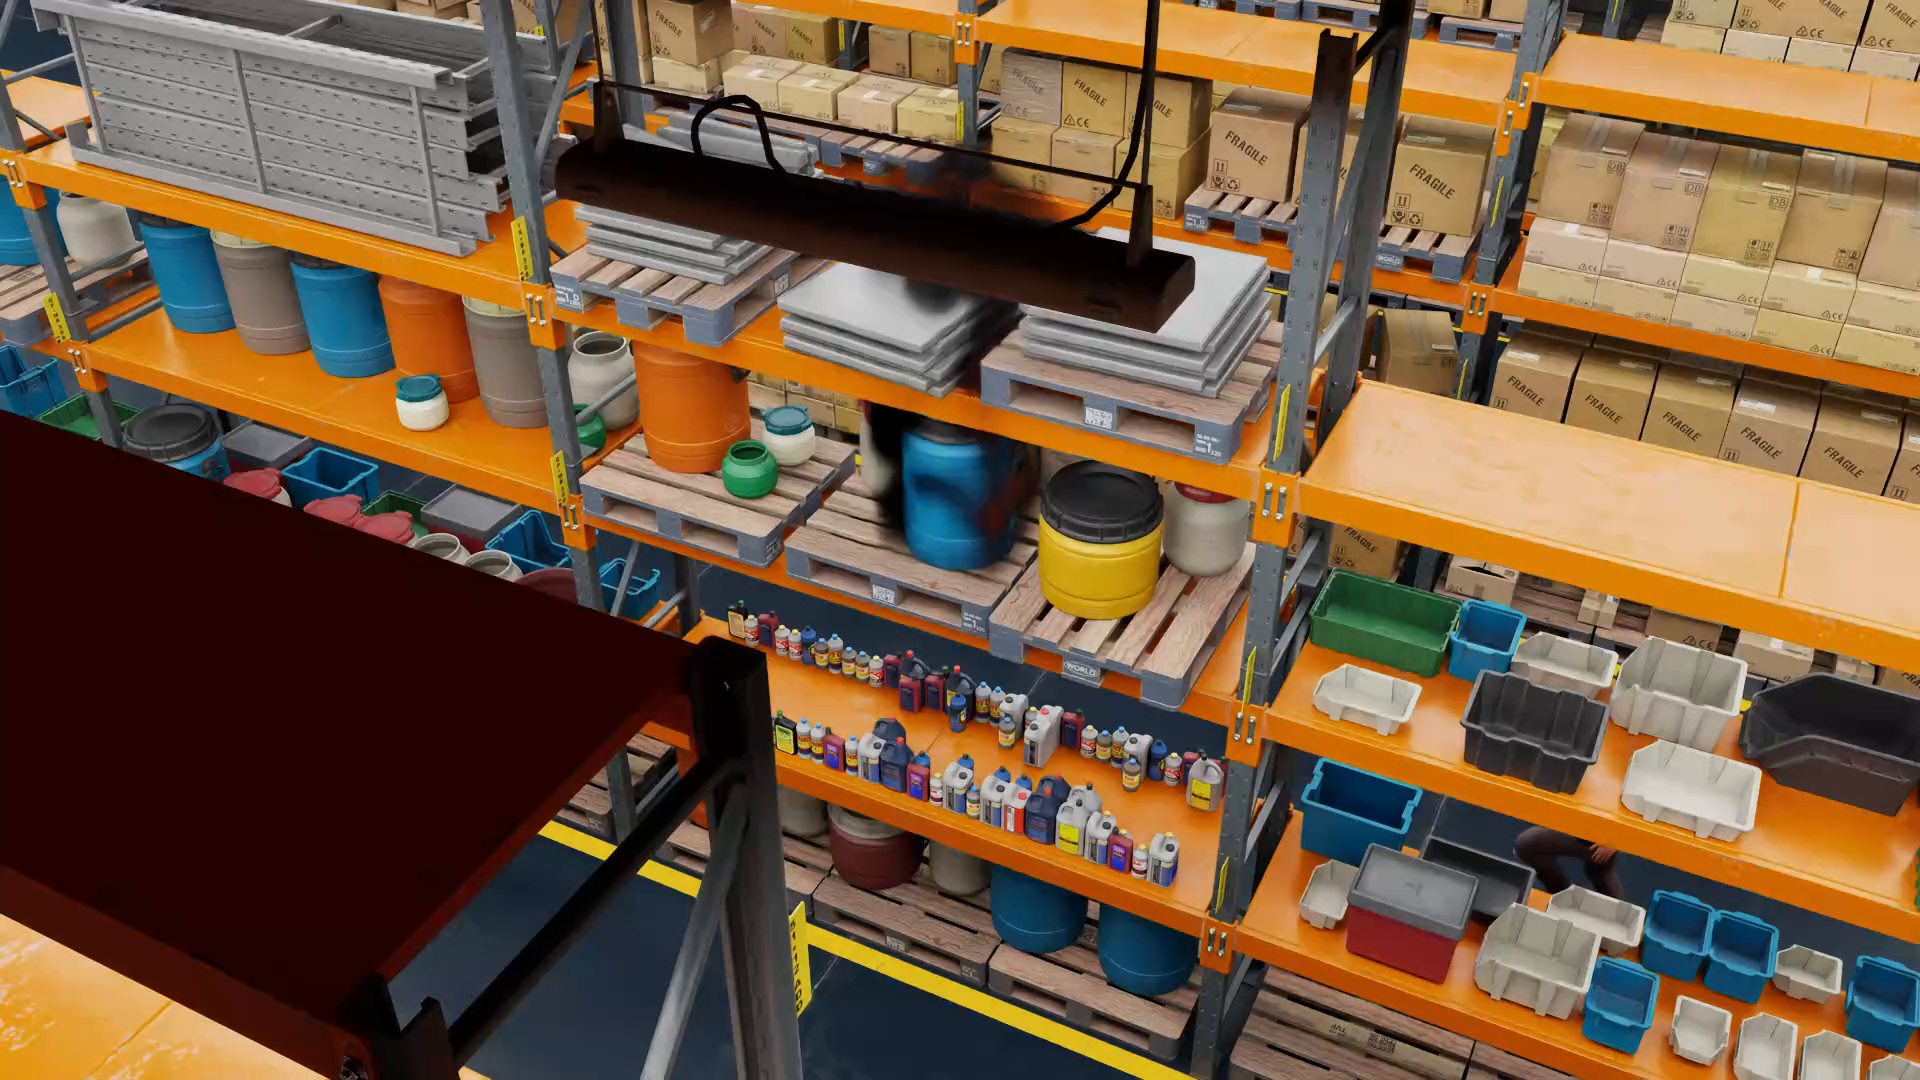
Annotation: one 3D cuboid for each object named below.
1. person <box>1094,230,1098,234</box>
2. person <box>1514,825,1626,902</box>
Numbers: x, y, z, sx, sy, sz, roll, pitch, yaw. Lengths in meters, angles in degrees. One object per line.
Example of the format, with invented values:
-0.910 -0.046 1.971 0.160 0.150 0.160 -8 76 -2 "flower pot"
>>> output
1.481 -2.631 16.300 0.806 1.643 0.604 -9 36 -12 "person"
3.759 1.699 9.904 0.814 1.684 0.615 20 40 26 "person"
